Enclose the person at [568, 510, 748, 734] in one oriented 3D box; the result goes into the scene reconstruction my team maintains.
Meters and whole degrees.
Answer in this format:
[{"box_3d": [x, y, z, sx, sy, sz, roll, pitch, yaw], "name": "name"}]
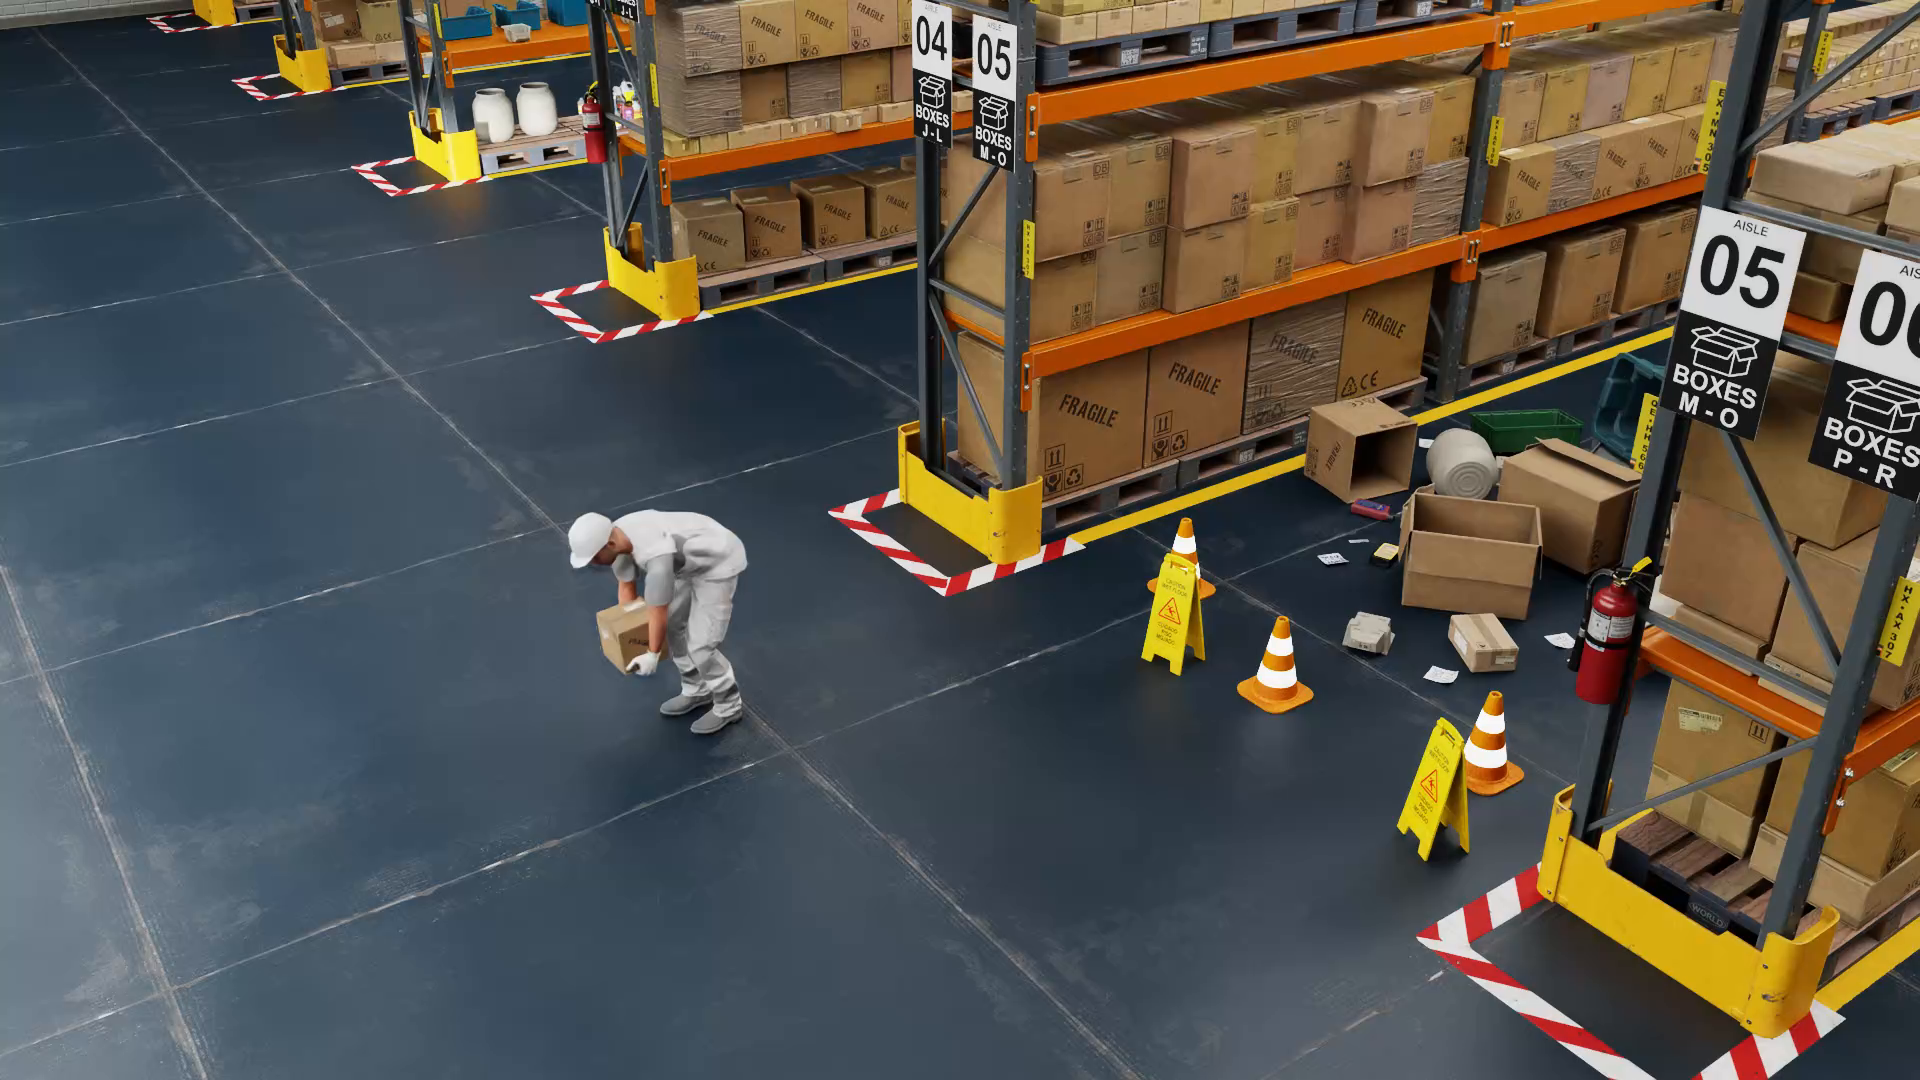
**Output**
[{"box_3d": [-1.492, 0.375, 8.355, 0.899, 1.355, 0.494, -20, 34, -32], "name": "person"}]
